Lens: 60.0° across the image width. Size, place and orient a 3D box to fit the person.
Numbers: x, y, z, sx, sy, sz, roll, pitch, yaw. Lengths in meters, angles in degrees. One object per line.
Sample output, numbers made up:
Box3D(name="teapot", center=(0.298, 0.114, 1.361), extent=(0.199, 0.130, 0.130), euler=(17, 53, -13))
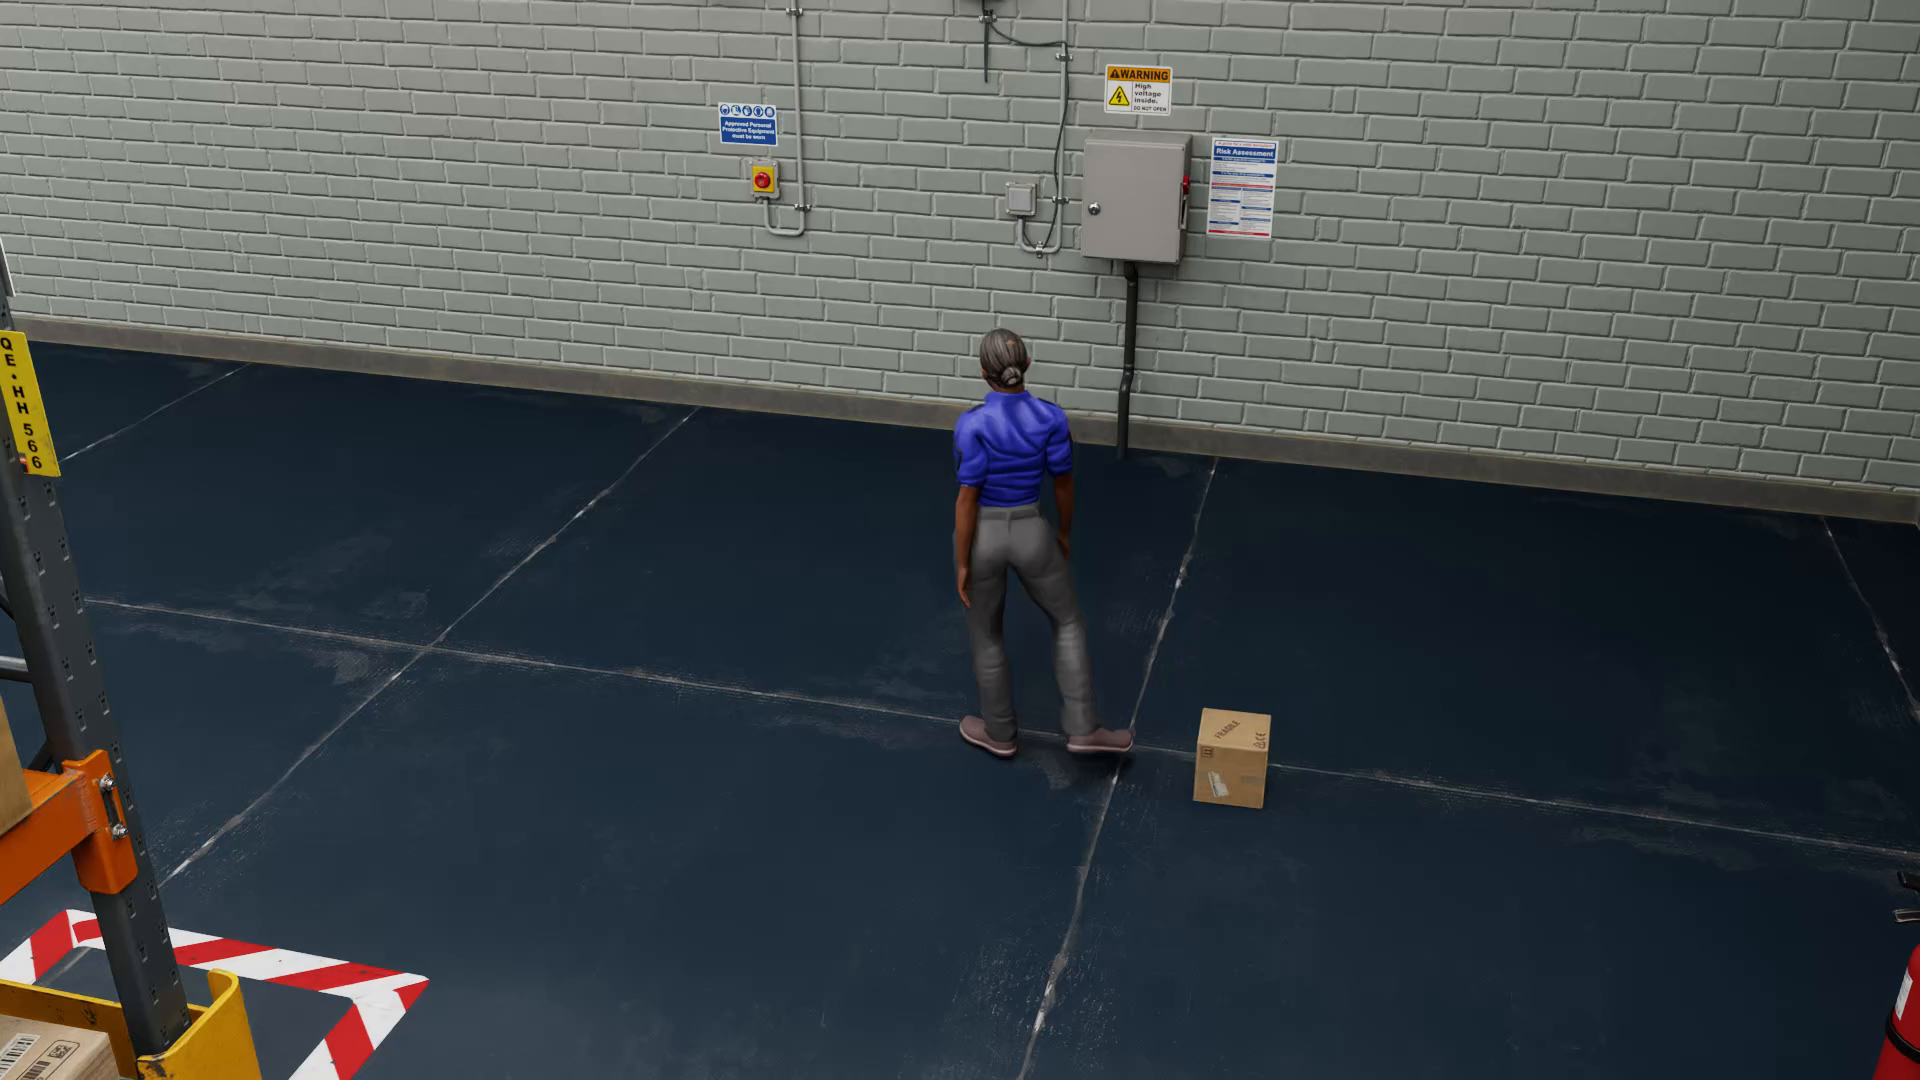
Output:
Box3D(name="person", center=(0.304, 0.050, 6.005), extent=(0.655, 1.649, 0.496), euler=(-5, 26, -11))
